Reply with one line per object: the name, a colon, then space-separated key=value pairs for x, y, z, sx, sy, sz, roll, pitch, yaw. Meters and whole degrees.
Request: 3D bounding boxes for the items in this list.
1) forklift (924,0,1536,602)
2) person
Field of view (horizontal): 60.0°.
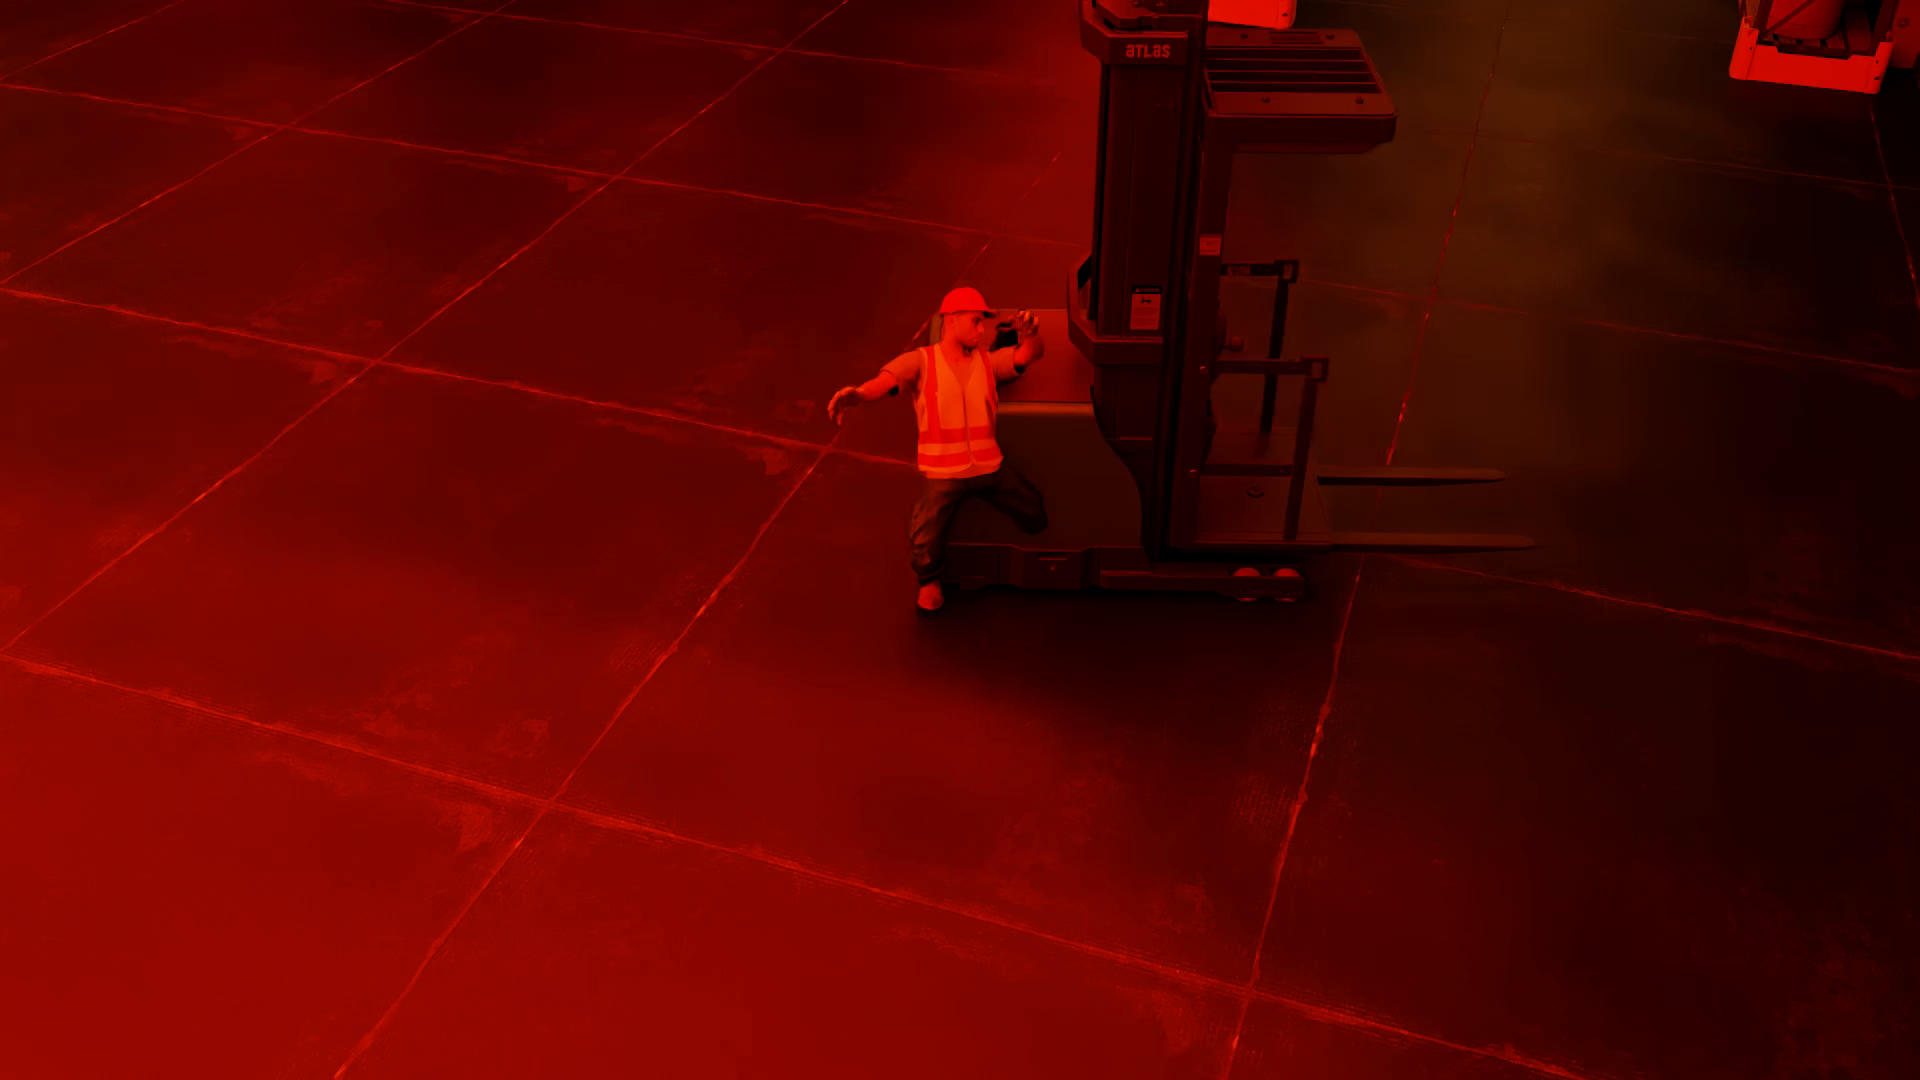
forklift: x=1.343 y=-1.203 z=7.807 sx=3.031 sy=2.935 sz=1.130 roll=1 pitch=35 yaw=1
person: x=-0.164 y=-0.402 z=7.776 sx=1.080 sy=1.621 sz=0.702 roll=-16 pitch=38 yaw=-21
